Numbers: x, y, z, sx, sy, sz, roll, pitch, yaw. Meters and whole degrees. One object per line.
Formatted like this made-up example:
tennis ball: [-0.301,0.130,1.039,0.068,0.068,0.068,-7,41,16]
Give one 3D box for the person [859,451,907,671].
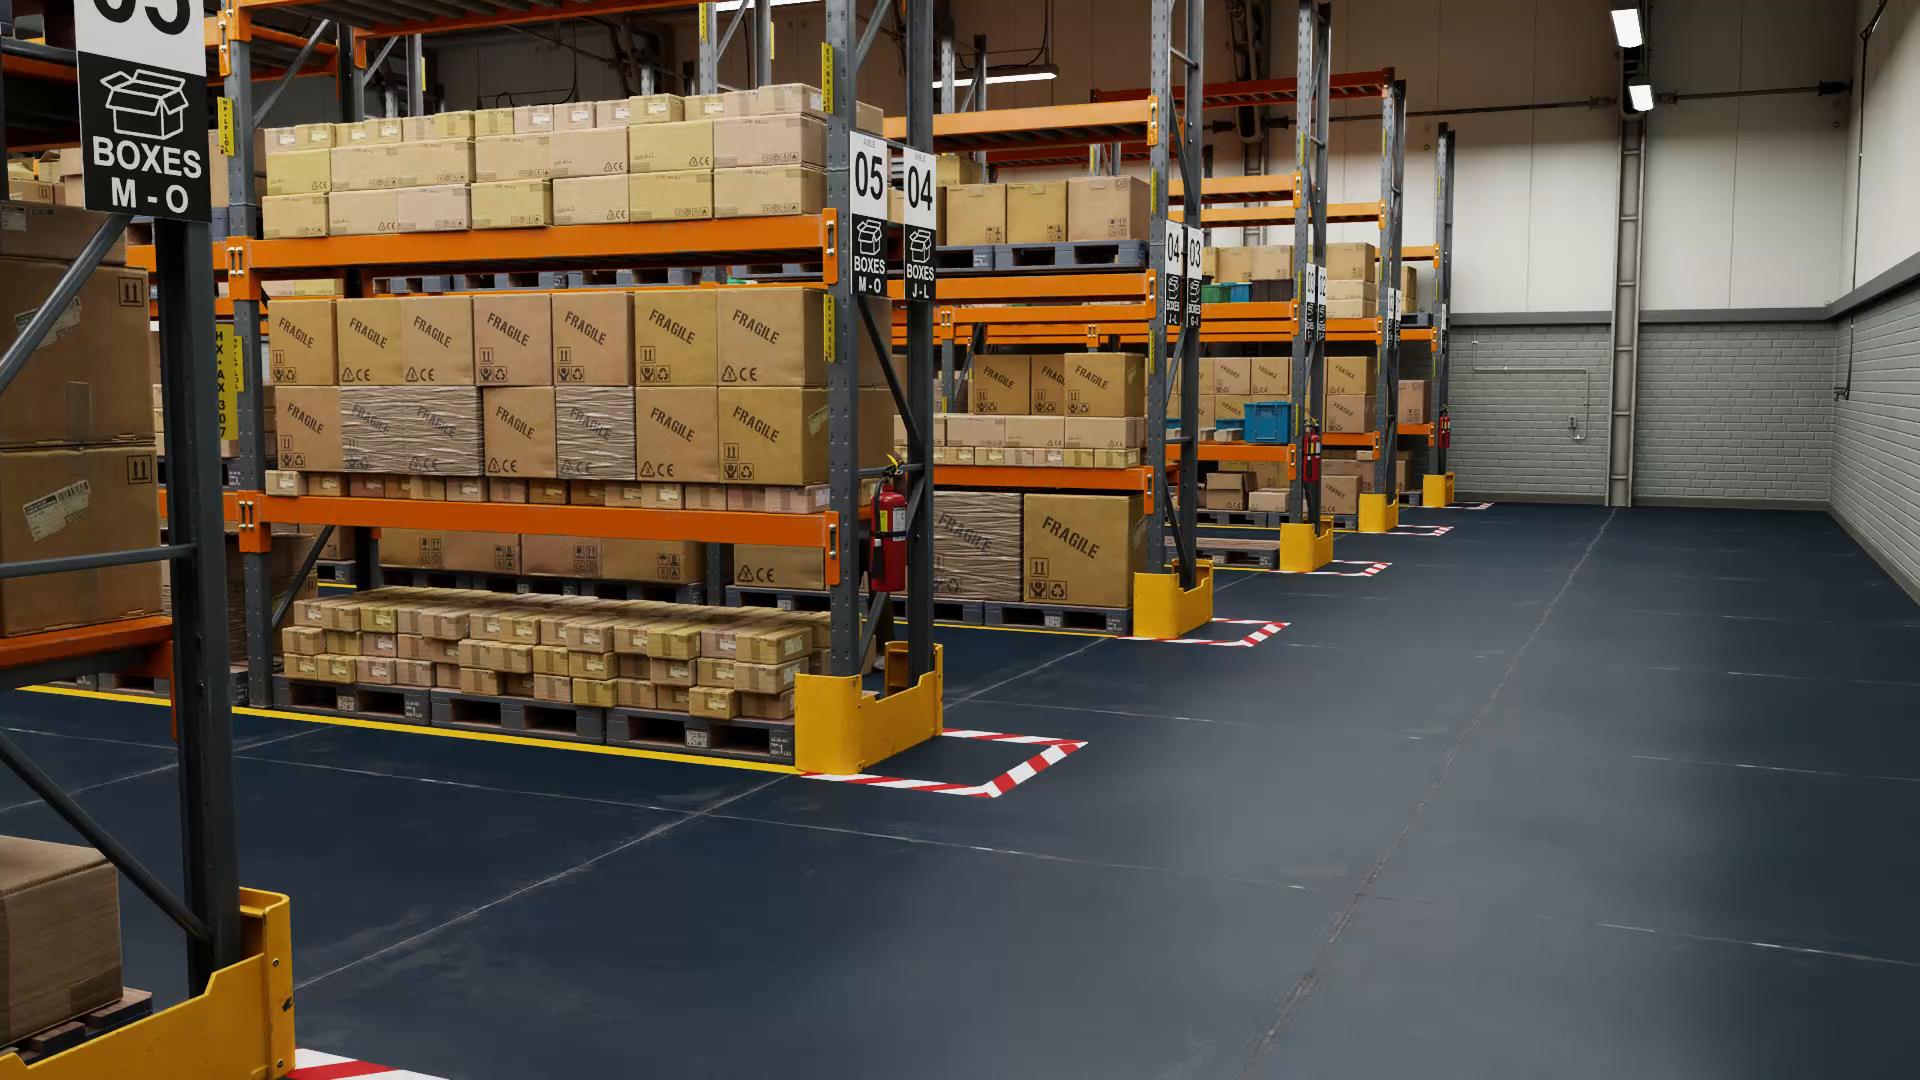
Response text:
person: [-0.652,0.000,11.469,0.641,1.773,0.428,2,6,23]
